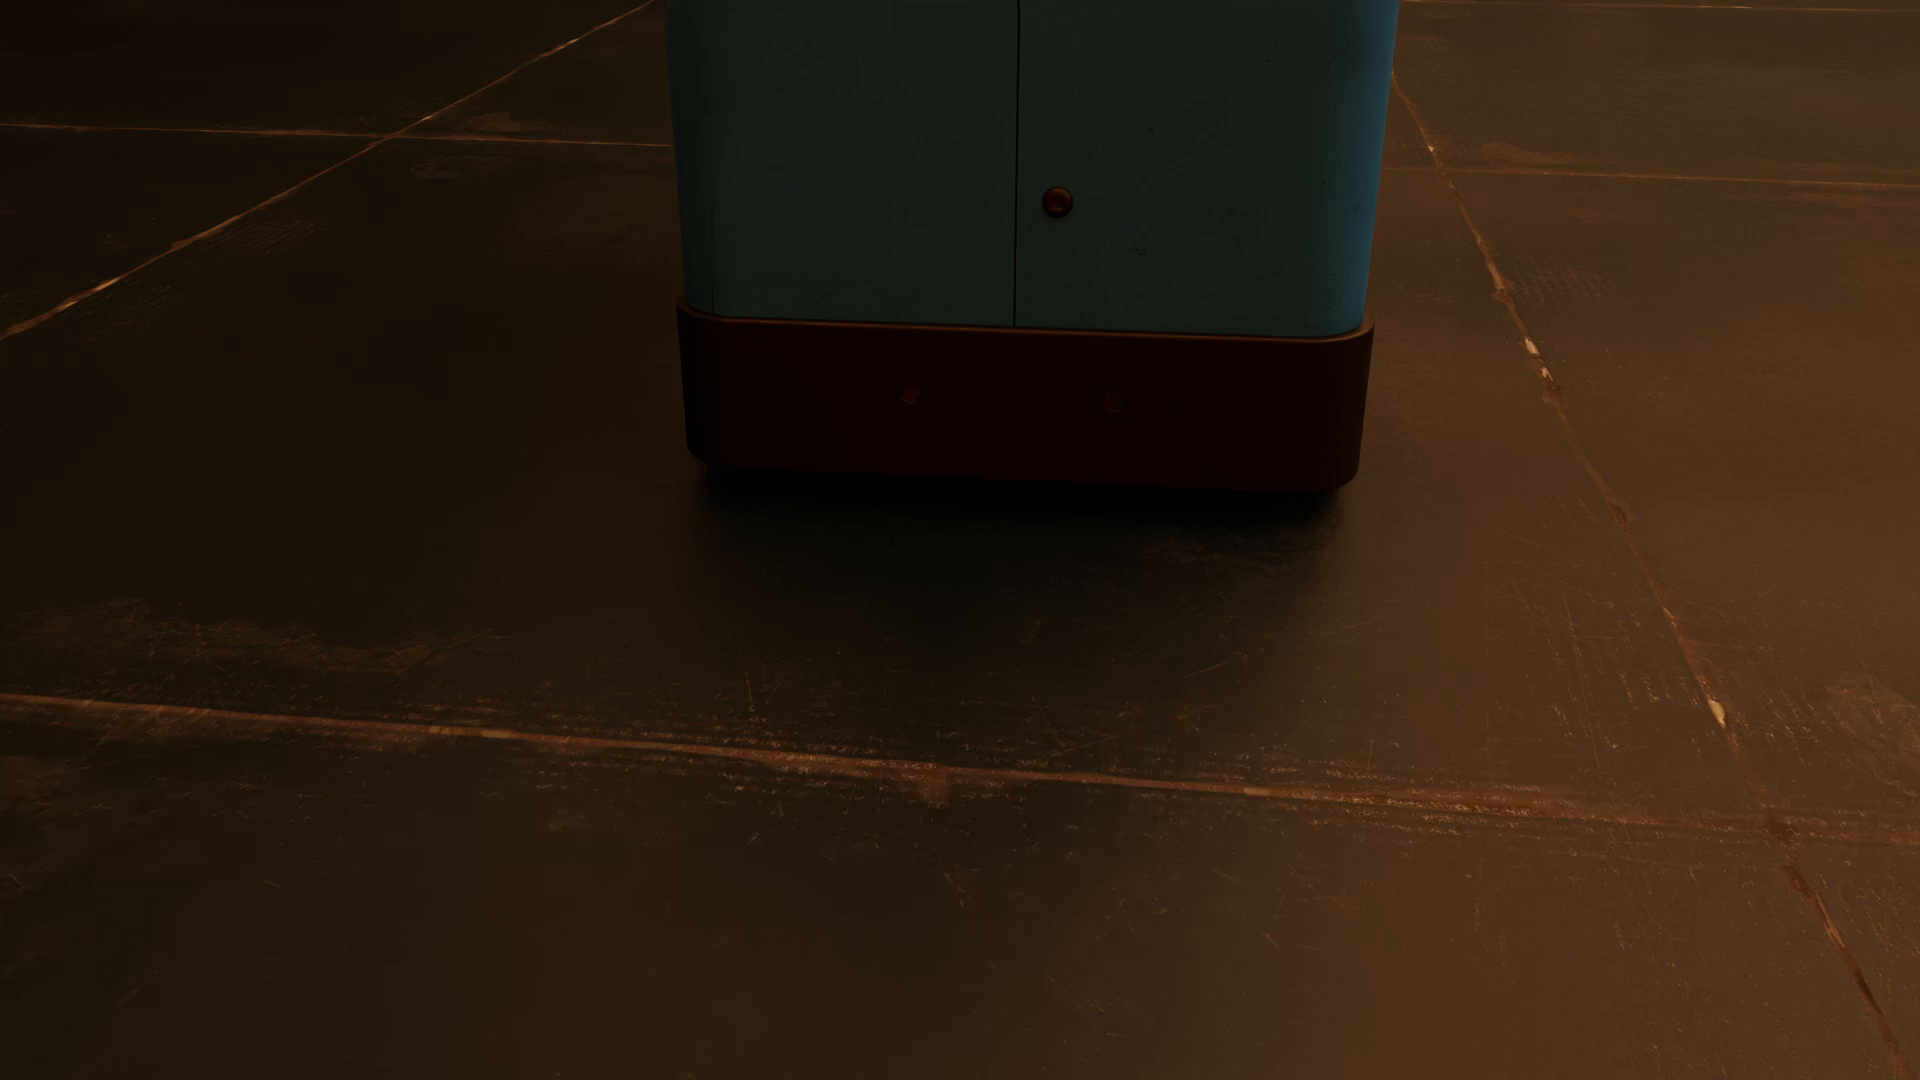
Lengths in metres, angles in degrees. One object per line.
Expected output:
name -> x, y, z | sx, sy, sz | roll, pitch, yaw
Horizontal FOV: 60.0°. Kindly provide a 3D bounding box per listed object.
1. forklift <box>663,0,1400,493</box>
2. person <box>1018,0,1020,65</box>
forklift -> 0.240, -2.008, 3.243 | 1.130, 2.935, 3.031 | 3, 27, 5
person -> 0.015, -1.122, 2.820 | 0.717, 1.638, 0.787 | -24, 35, -39
